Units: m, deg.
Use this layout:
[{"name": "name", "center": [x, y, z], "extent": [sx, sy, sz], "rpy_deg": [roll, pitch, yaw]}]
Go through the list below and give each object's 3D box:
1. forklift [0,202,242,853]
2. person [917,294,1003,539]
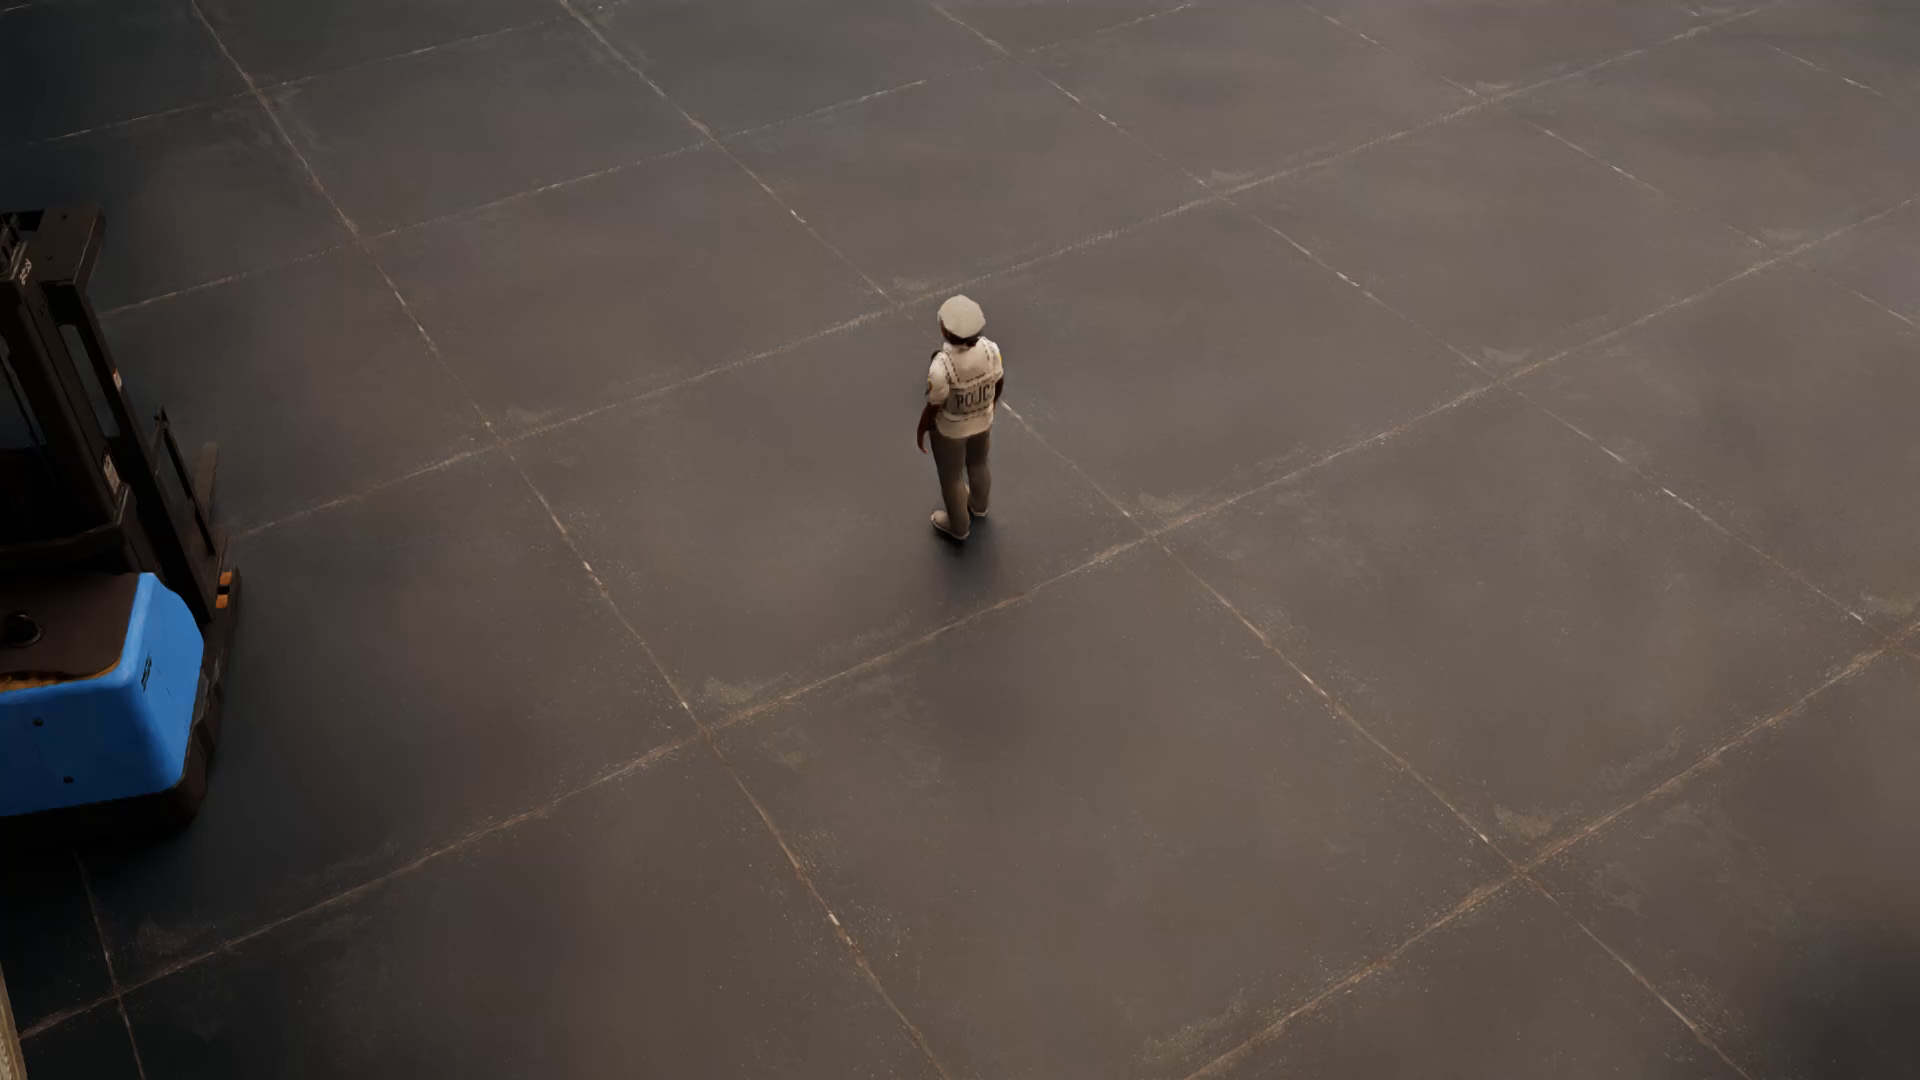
[{"name": "forklift", "center": [-4.681, -0.532, 8.480], "extent": [1.130, 2.935, 3.031], "rpy_deg": [-8, 42, -9]}, {"name": "person", "center": [-0.024, -0.722, 9.565], "extent": [0.570, 1.695, 0.529], "rpy_deg": [-23, 46, -24]}]
